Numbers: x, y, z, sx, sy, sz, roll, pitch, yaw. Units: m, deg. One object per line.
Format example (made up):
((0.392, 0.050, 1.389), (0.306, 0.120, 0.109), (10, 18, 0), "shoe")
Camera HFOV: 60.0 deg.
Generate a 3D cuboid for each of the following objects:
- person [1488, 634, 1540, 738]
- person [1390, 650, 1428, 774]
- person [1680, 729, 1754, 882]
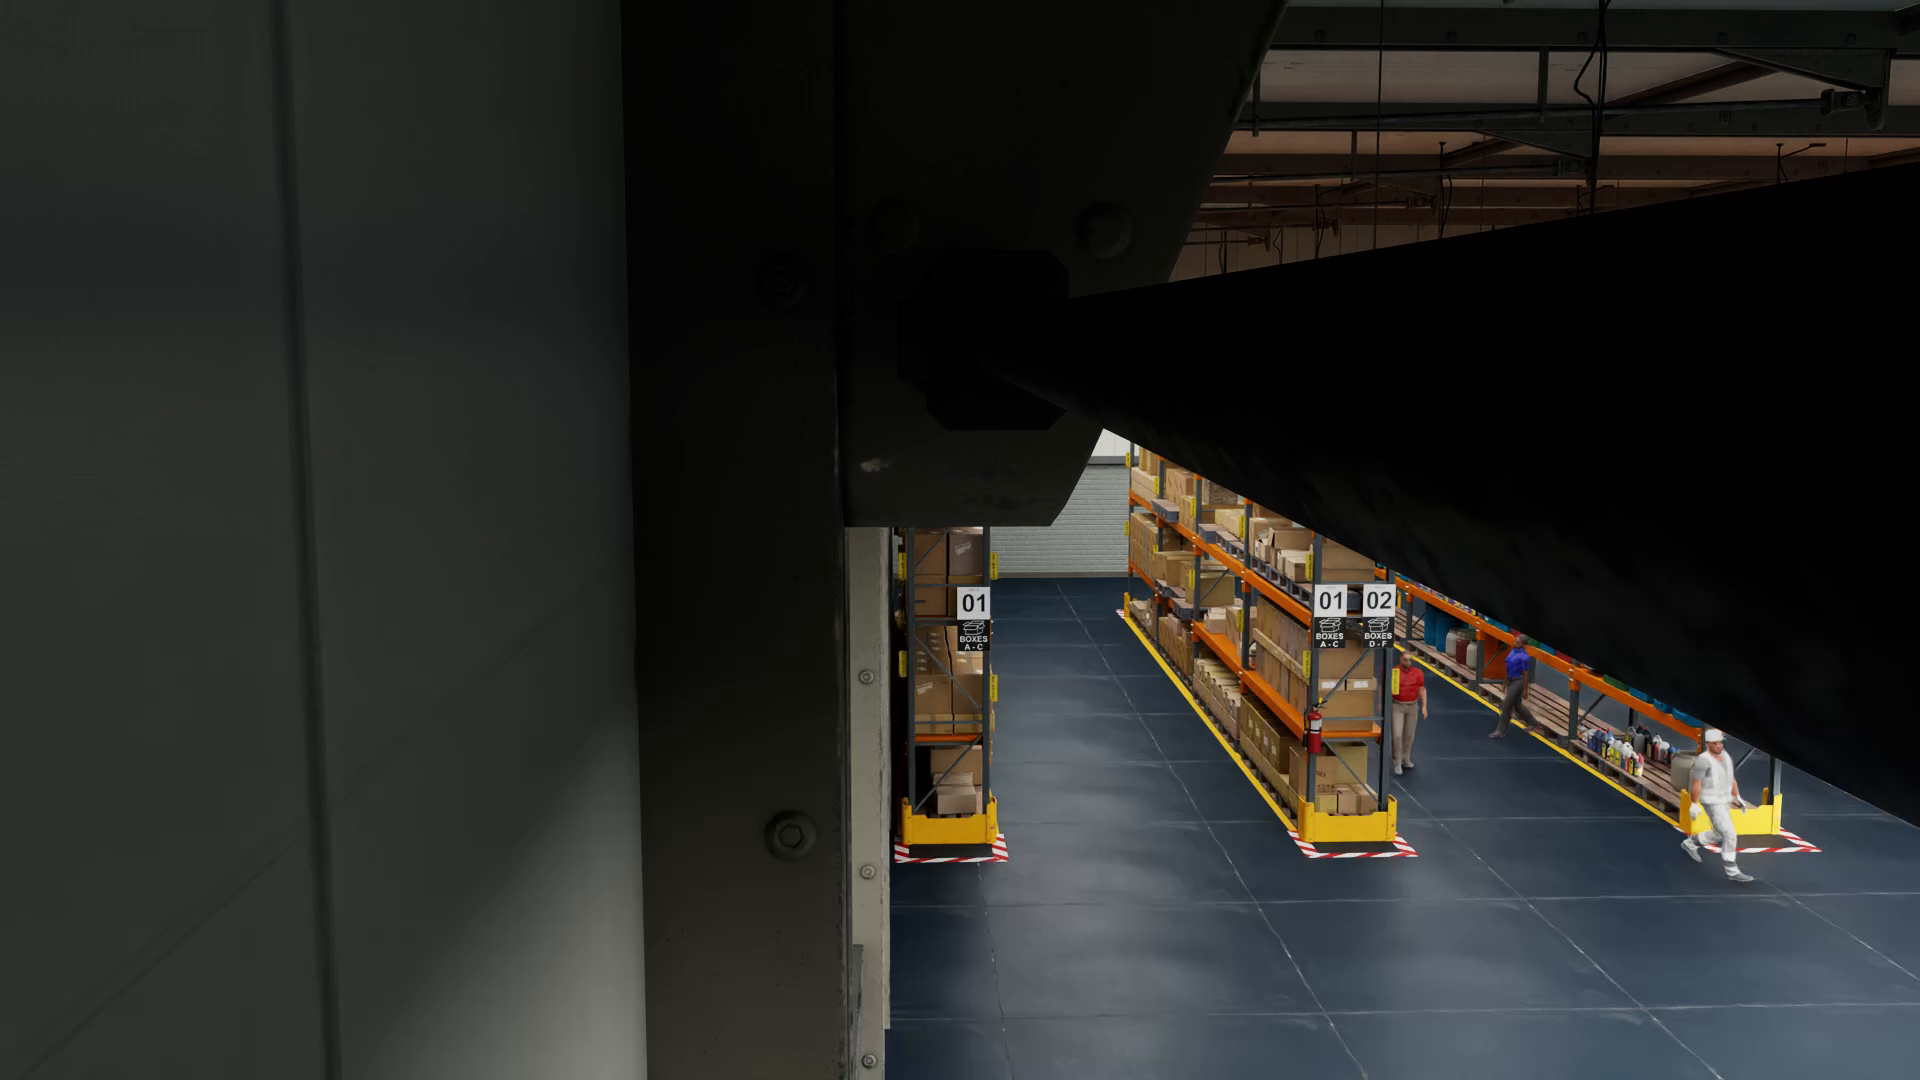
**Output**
((8.578, 2.237, 25.636), (0.886, 1.610, 0.470), (-1, 7, -8), "person")
((6.373, 2.459, 23.801), (0.585, 1.791, 0.553), (0, 7, 0), "person")
((8.732, 3.025, 19.175), (0.538, 1.733, 0.954), (-5, 9, -36), "person")
